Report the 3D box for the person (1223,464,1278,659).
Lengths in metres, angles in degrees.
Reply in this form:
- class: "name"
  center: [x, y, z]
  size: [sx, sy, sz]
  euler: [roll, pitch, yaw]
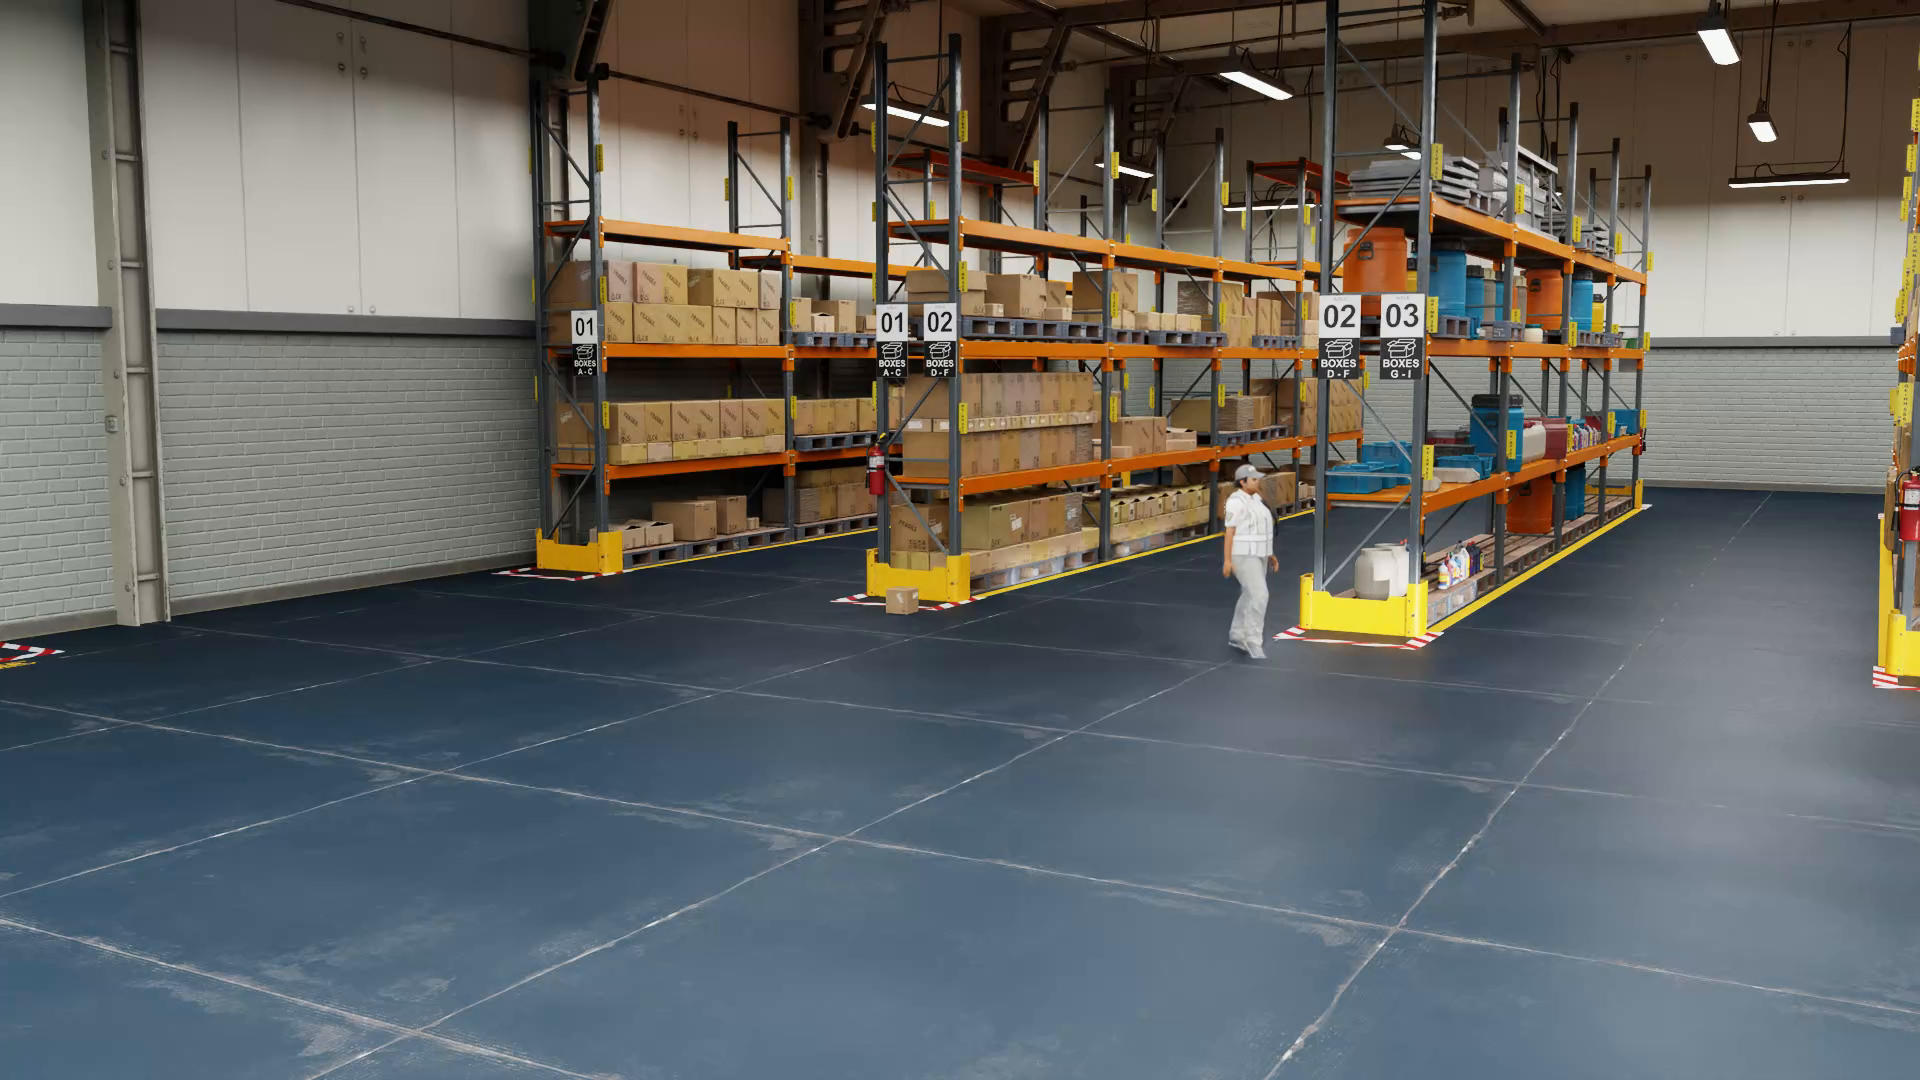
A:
- class: "person"
  center: [2.571, 0.204, 14.647]
  size: [0.514, 1.737, 0.511]
  euler: [5, 8, 40]
